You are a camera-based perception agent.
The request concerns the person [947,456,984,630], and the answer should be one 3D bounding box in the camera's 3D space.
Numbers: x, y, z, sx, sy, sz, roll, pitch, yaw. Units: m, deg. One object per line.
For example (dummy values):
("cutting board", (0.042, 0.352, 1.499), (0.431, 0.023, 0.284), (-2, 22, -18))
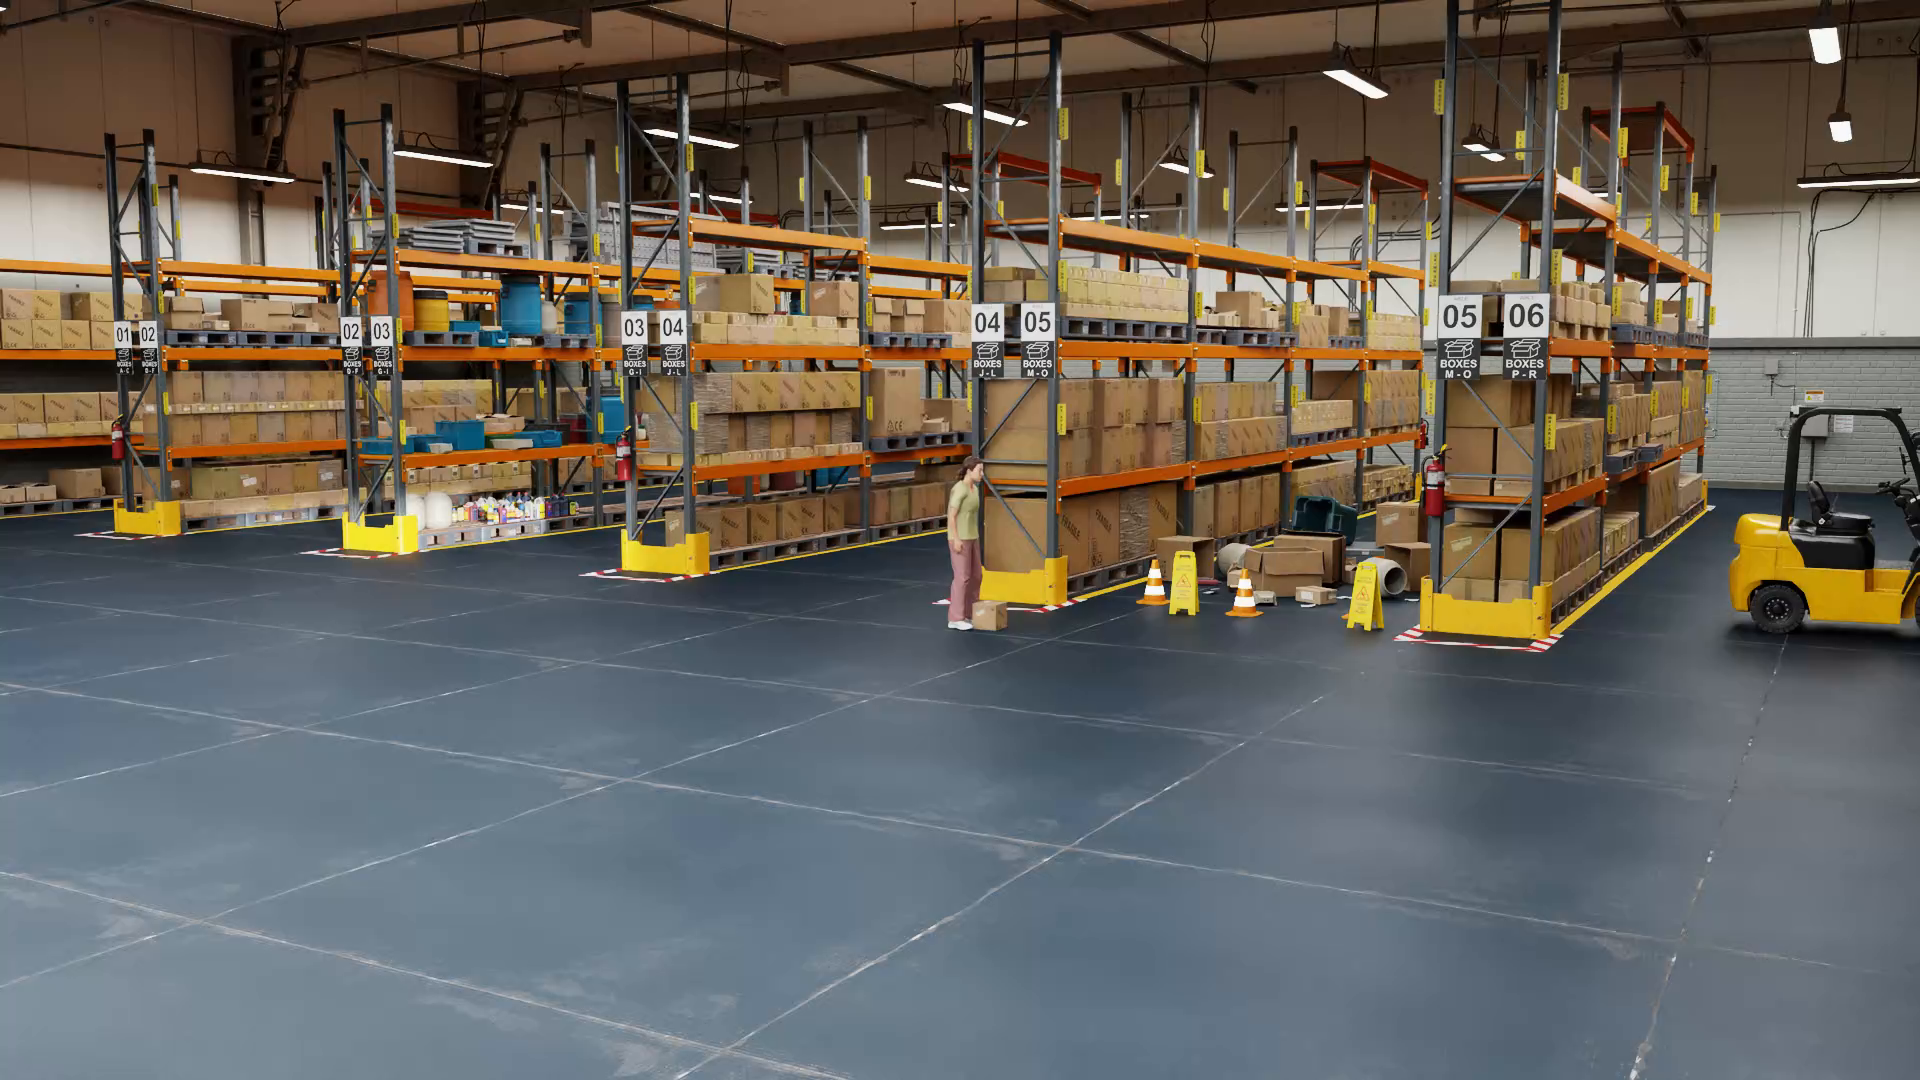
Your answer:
("person", (0.070, 0.015, 16.201), (0.366, 1.671, 0.516), (3, 7, 25))
